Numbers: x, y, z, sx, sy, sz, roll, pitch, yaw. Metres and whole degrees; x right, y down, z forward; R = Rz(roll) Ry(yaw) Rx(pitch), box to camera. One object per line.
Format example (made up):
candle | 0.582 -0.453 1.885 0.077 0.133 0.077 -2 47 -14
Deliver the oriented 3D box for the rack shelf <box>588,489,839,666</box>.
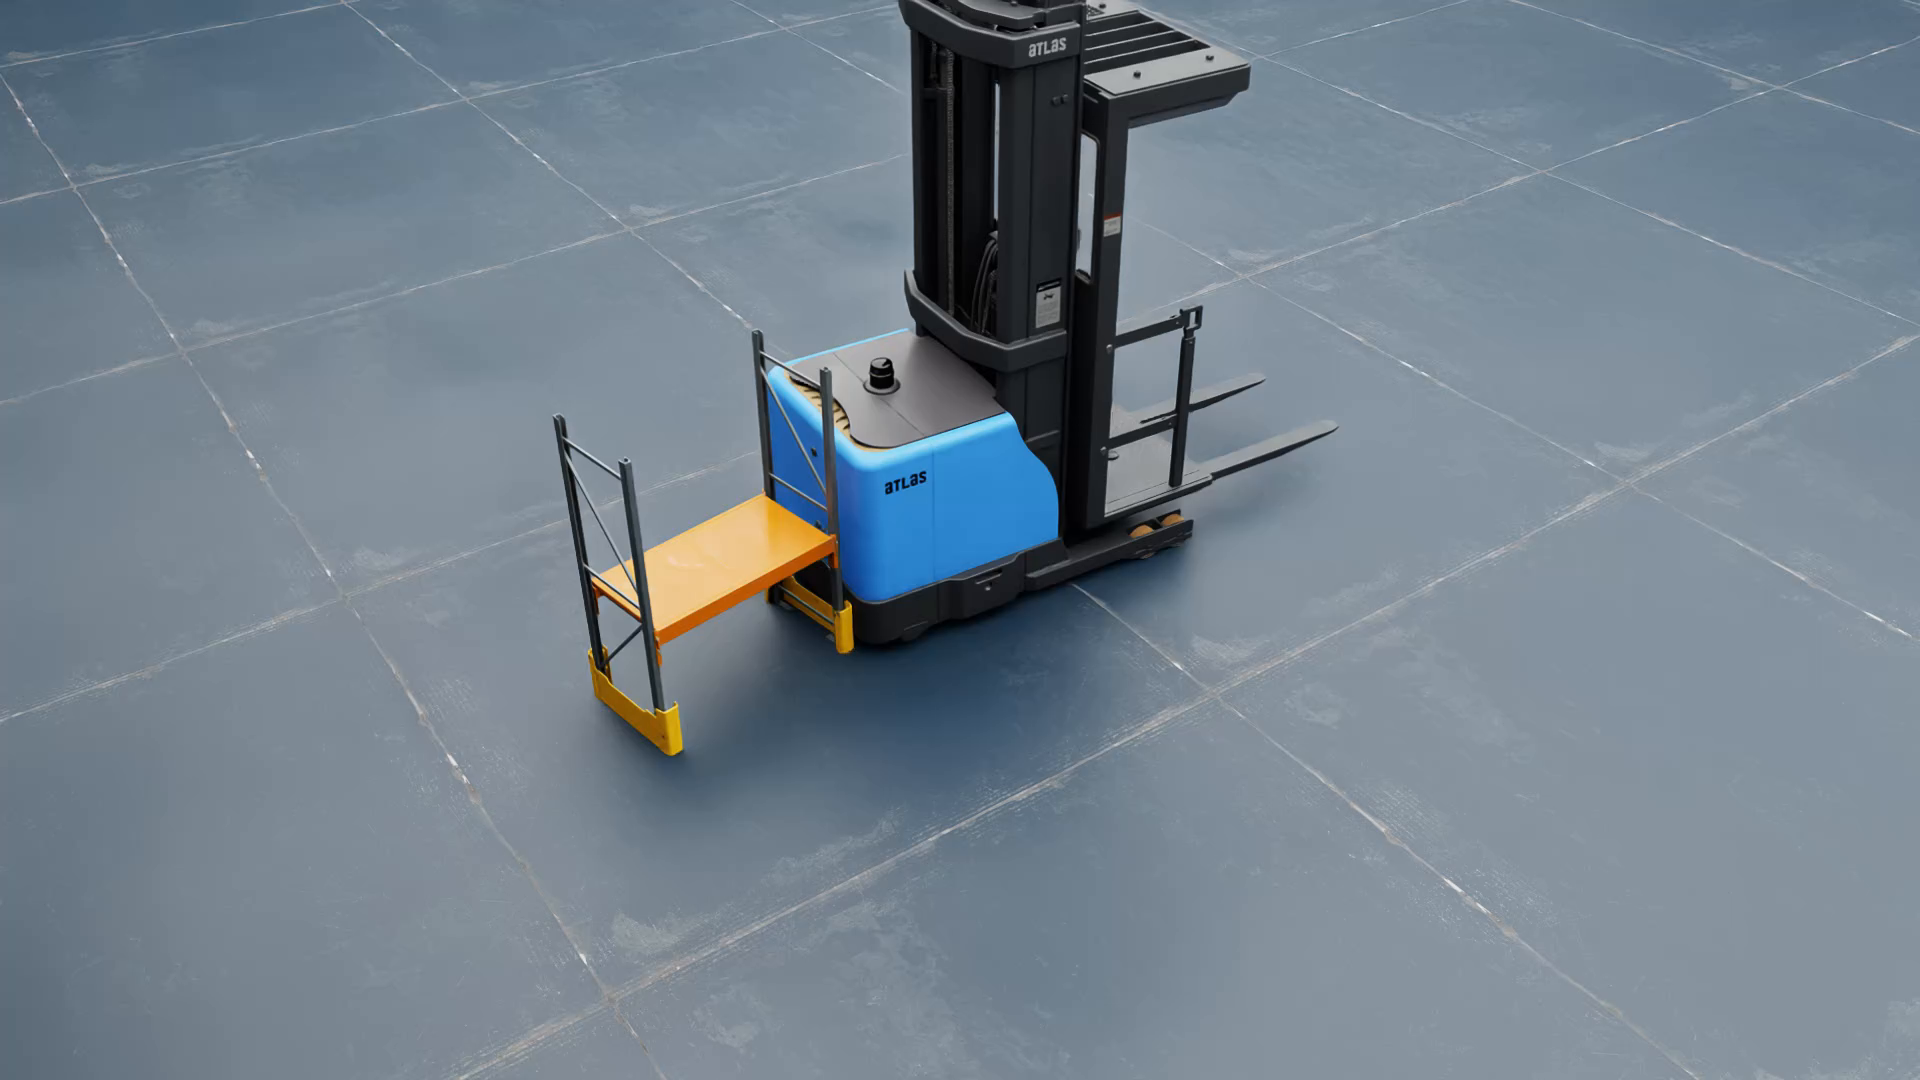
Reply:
rack shelf | -1.091 0.146 7.384 1.000 0.185 0.538 -30 45 -35

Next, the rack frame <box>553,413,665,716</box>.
rack frame | -1.454 0.207 6.991 0.032 1.500 0.500 -30 45 -35

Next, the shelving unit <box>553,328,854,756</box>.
shelving unit | -1.084 -0.004 7.284 1.083 1.500 0.587 -30 45 -35

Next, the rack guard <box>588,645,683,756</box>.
rack guard | -1.440 0.707 7.367 0.087 0.250 0.587 -30 45 -35

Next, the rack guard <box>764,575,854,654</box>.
rack guard | -0.728 0.300 7.932 0.087 0.250 0.587 -30 45 -35

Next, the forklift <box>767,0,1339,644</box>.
forklift | 0.597 -1.341 7.917 3.031 2.935 1.130 -19 40 -25

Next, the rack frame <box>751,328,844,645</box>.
rack frame | -0.727 -0.208 7.568 0.032 1.500 0.500 -30 45 -35
